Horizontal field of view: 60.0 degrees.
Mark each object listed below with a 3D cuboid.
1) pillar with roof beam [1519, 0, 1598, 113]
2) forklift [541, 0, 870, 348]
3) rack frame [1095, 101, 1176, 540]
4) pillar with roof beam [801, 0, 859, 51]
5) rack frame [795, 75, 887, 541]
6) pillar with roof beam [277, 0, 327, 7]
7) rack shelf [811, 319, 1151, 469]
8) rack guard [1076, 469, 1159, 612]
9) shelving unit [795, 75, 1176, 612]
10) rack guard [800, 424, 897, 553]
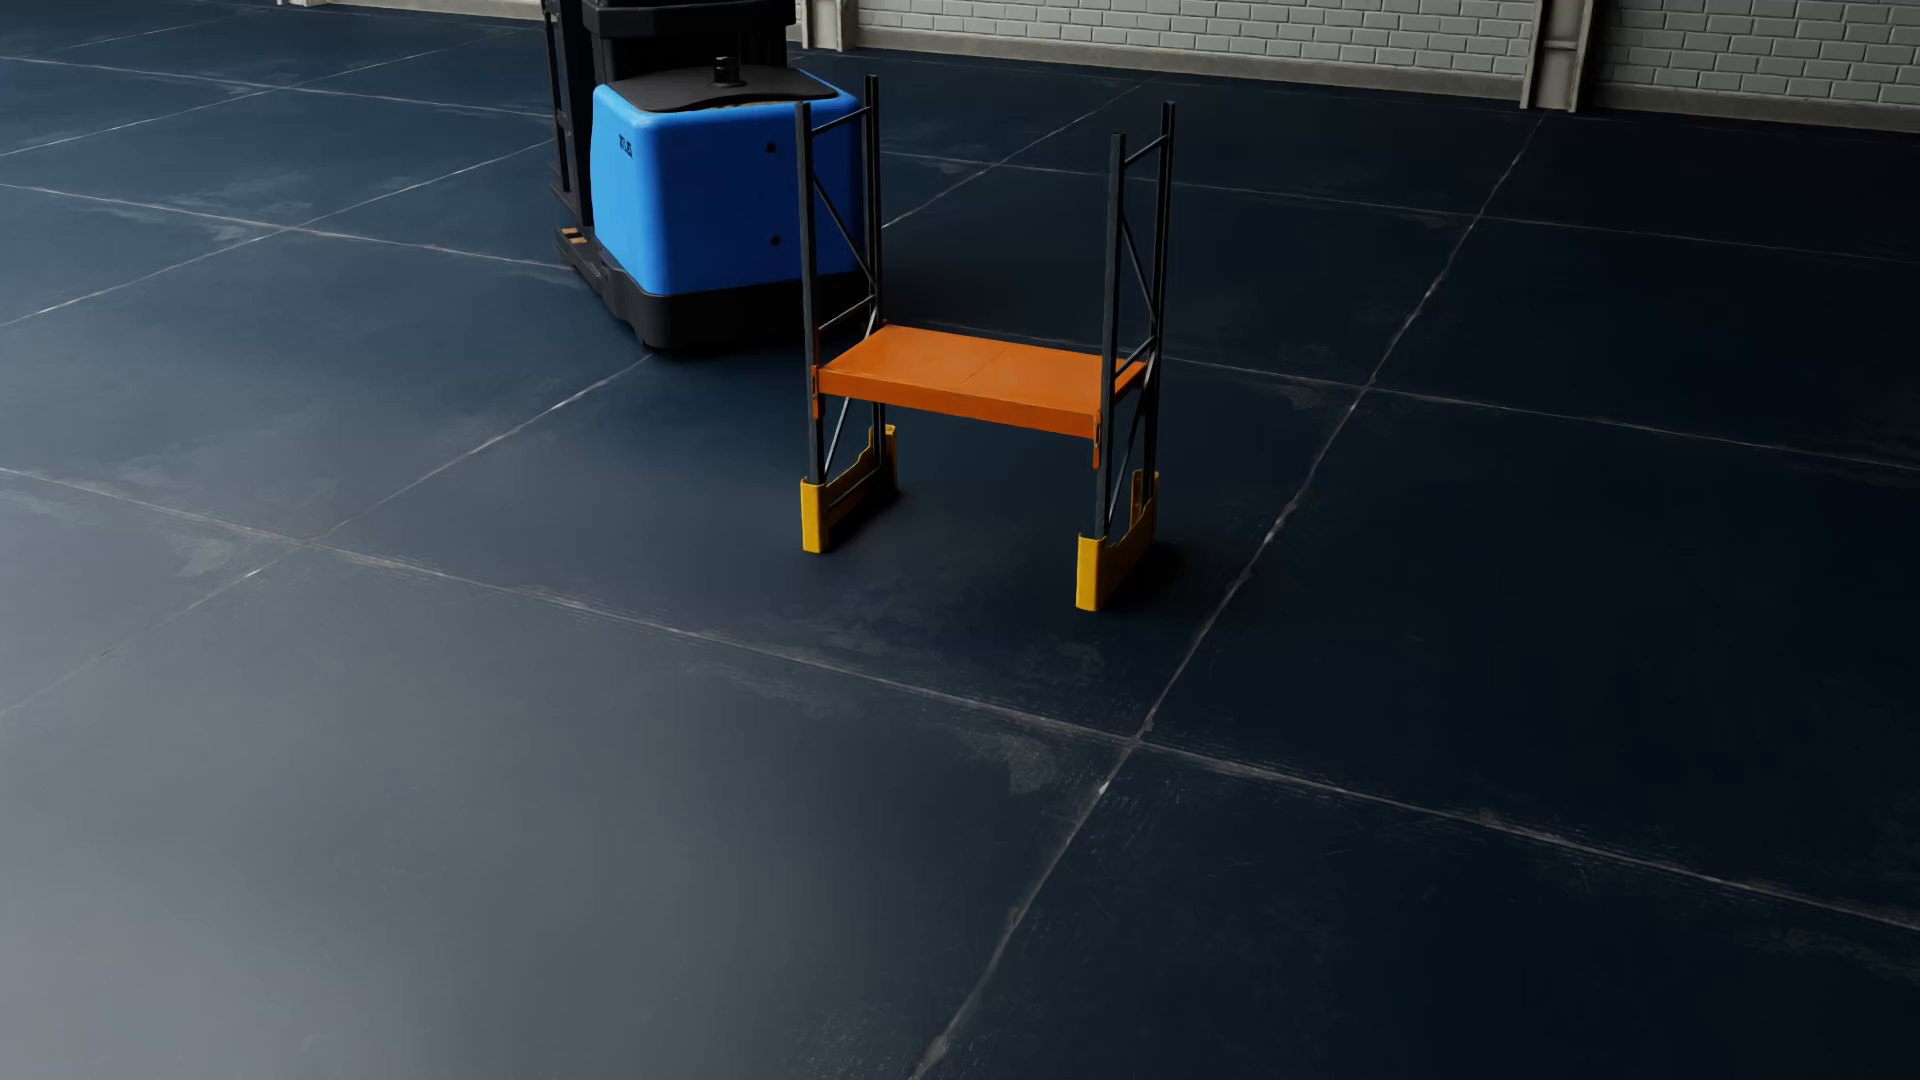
[{"bbox_3d":[2.557,-5.495,6.722,0.400,9.000,9.100,11,28,22],"label":"pillar with roof beam"},{"bbox_3d":[-1.478,-2.780,8.078,1.130,2.935,3.031,-11,28,-21],"label":"forklift"},{"bbox_3d":[0.540,-0.564,5.198,0.032,1.500,0.500,11,28,22],"label":"rack frame"},{"bbox_3d":[-2.904,-6.592,8.951,0.400,9.000,9.100,11,28,22],"label":"pillar with roof beam"},{"bbox_3d":[-0.385,-0.750,5.576,0.032,1.500,0.500,11,28,22],"label":"rack frame"},{"bbox_3d":[-8.366,-7.689,11.179,0.400,9.000,9.100,11,28,22],"label":"pillar with roof beam"},{"bbox_3d":[0.078,-0.496,5.466,1.000,0.185,0.538,11,28,22],"label":"rack shelf"},{"bbox_3d":[0.523,-0.007,5.482,0.087,0.250,0.587,11,28,22],"label":"rack guard"},{"bbox_3d":[0.069,-0.659,5.390,1.083,1.500,0.587,11,28,22],"label":"shelving unit"},{"bbox_3d":[-0.384,-0.189,5.851,0.087,0.250,0.587,11,28,22],"label":"rack guard"}]
